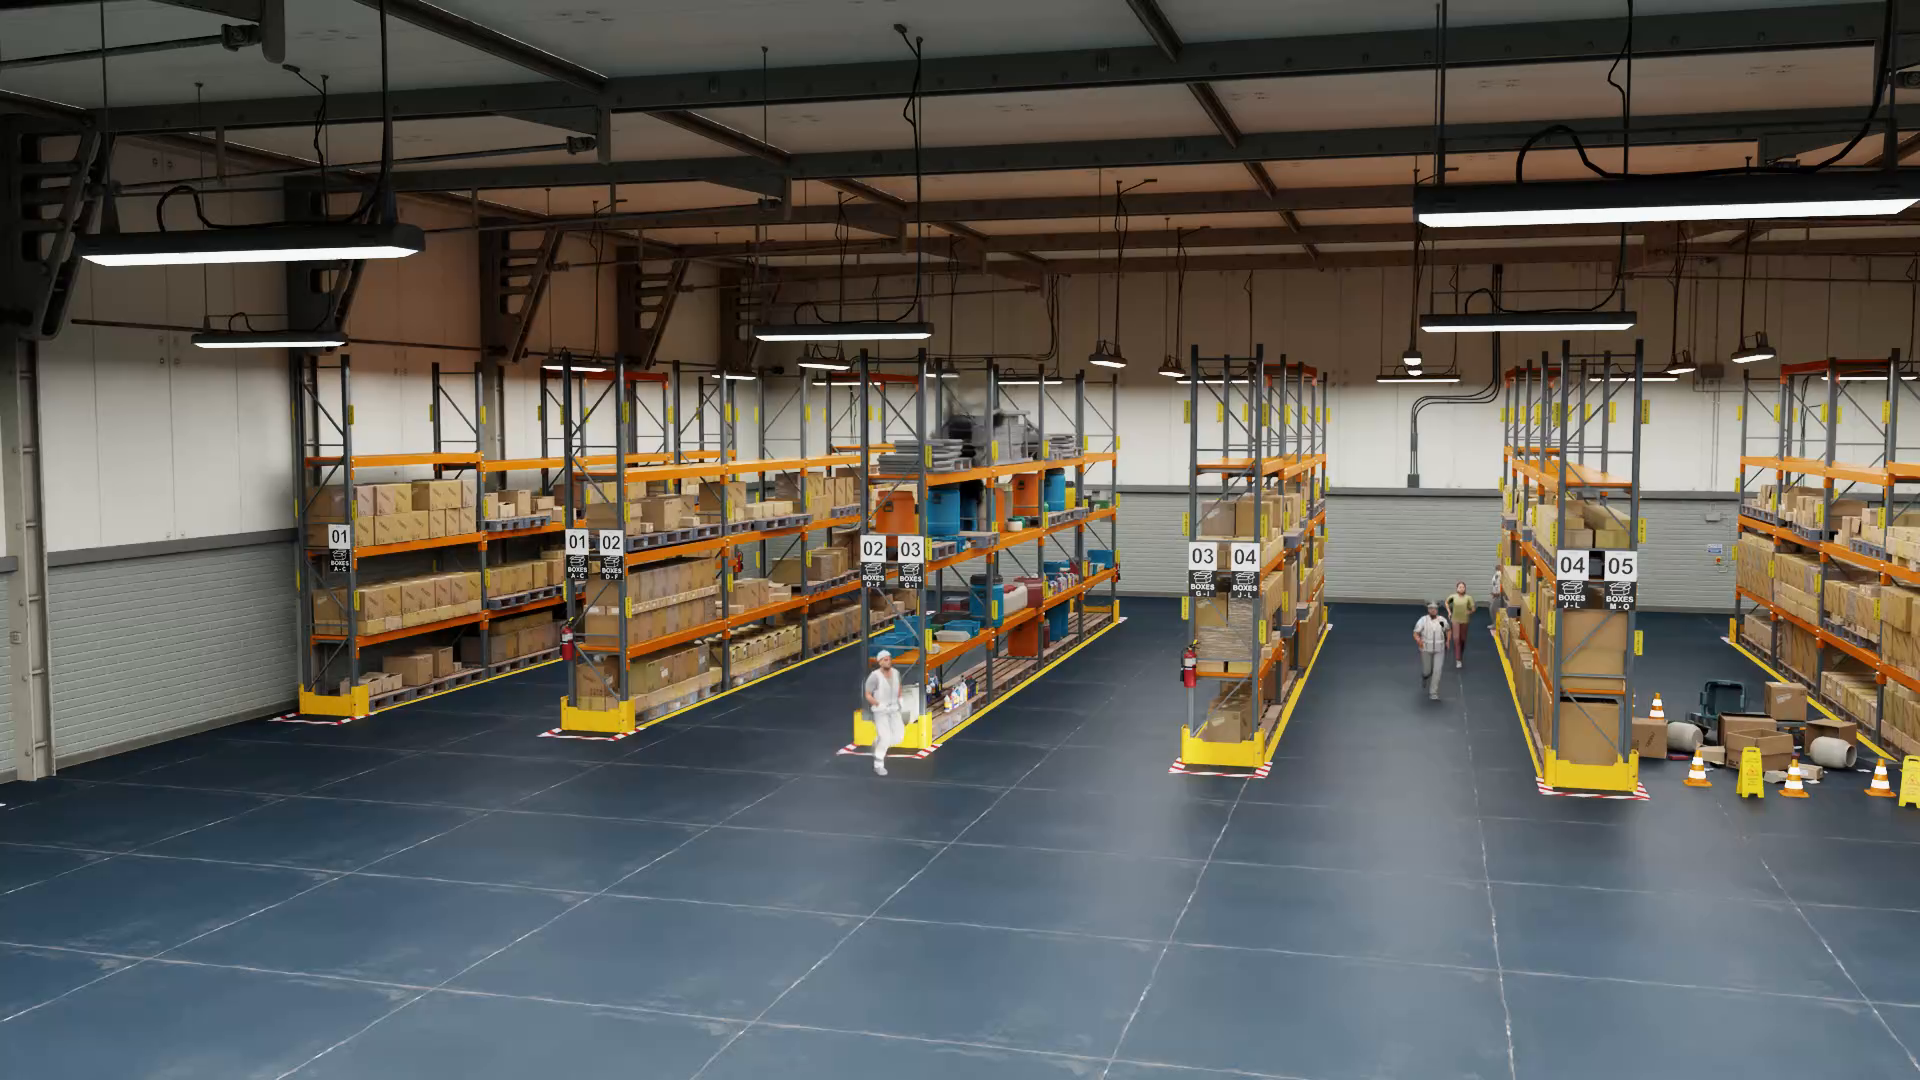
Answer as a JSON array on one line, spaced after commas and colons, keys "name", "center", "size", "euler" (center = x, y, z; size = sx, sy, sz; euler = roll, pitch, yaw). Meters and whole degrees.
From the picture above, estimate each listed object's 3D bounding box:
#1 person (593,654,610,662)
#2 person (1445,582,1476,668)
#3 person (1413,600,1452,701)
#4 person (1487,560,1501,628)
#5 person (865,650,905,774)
[{"name": "person", "center": [-6.502, 1.913, 30.373], "size": [0.560, 1.619, 0.609], "euler": [1, 4, 11]}, {"name": "person", "center": [10.009, 1.667, 33.258], "size": [0.577, 1.681, 0.957], "euler": [1, 4, 11]}, {"name": "person", "center": [8.384, 1.935, 29.451], "size": [0.677, 1.737, 0.829], "euler": [1, 4, 8]}, {"name": "person", "center": [12.688, 1.270, 38.945], "size": [0.555, 1.646, 0.639], "euler": [0, 4, 0]}, {"name": "person", "center": [-1.028, 2.399, 23.230], "size": [0.694, 1.743, 0.663], "euler": [-3, 5, -38]}]
